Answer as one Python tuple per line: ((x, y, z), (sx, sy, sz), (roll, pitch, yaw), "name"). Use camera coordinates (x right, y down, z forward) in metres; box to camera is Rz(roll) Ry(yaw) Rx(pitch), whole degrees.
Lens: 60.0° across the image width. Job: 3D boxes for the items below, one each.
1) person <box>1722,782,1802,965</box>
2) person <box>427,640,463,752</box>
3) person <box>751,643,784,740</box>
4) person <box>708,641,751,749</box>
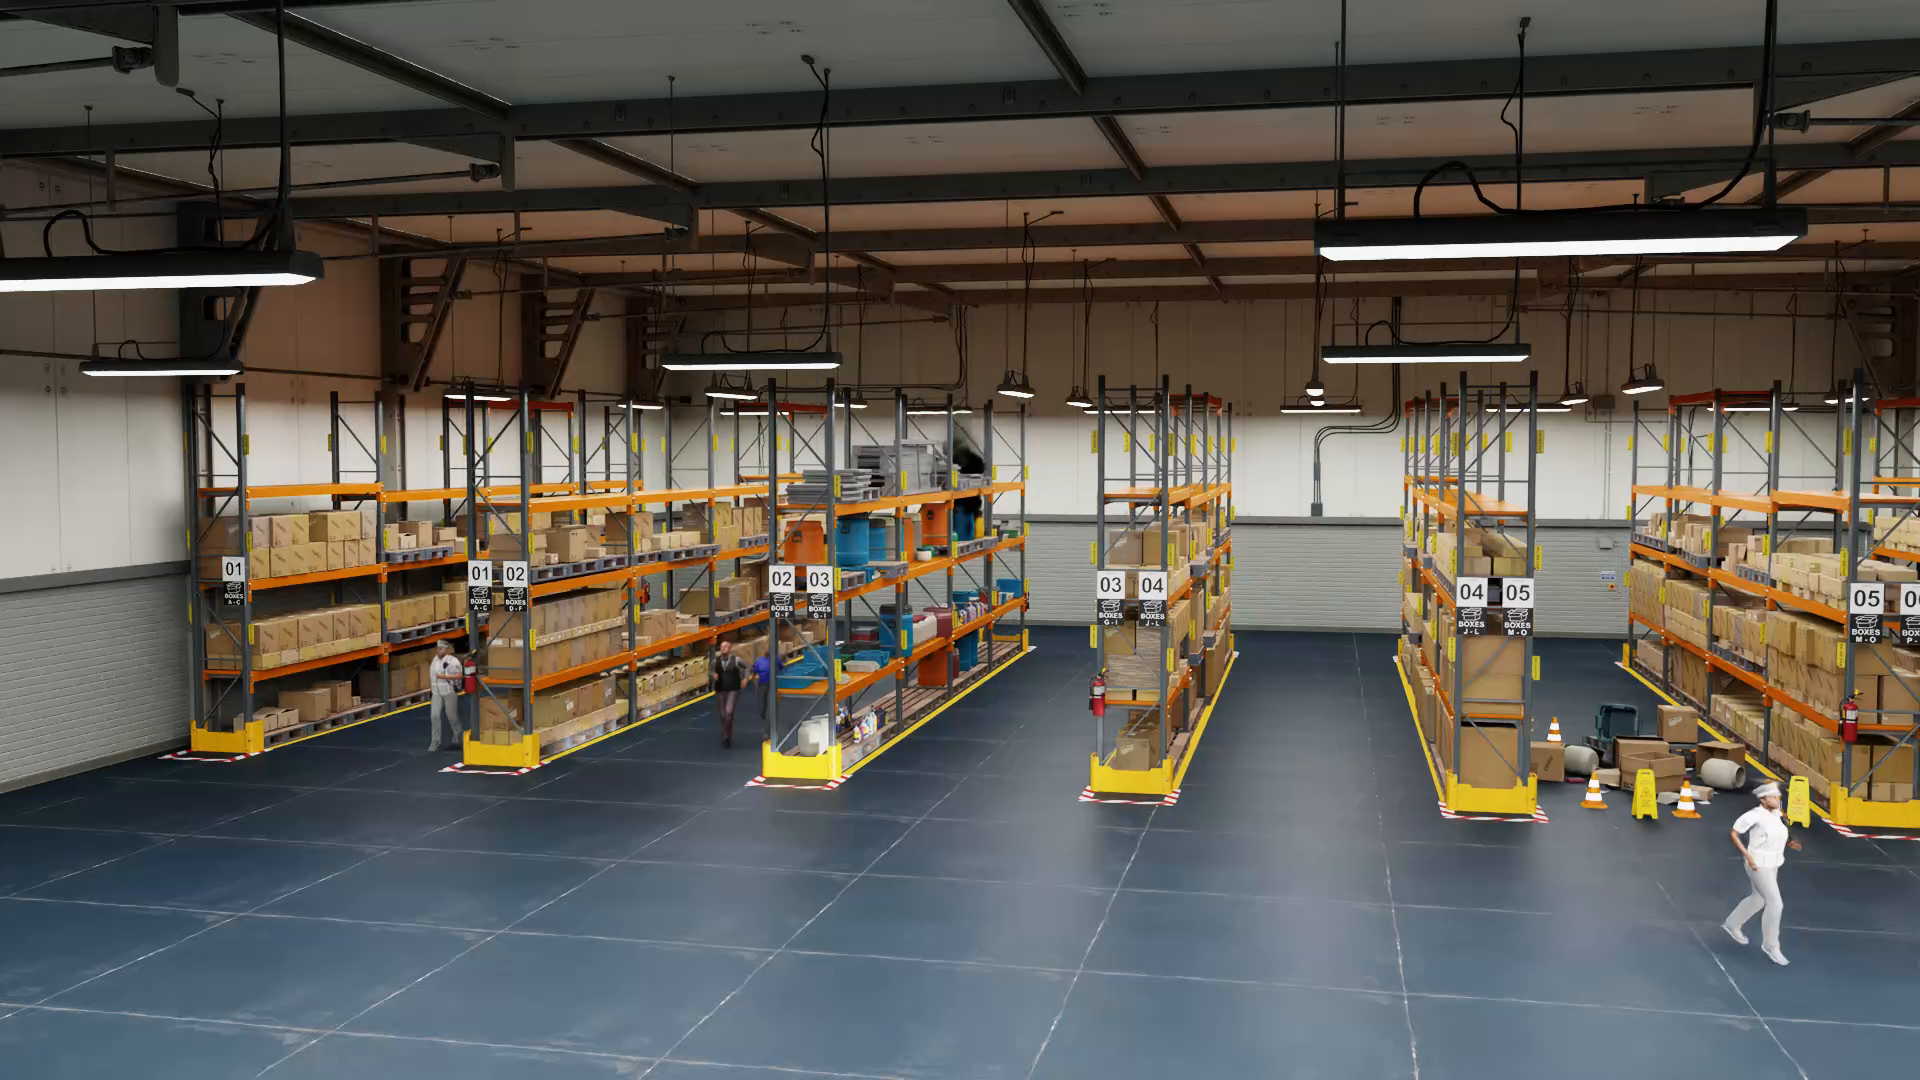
((7.867, 3.220, 16.349), (0.570, 1.752, 0.762), (-2, 4, -34), "person")
((-8.487, 2.547, 27.511), (0.636, 1.831, 0.884), (1, 3, 12), "person")
((-3.276, 2.565, 28.394), (0.593, 1.618, 0.727), (0, 3, 2), "person")
((-3.886, 2.575, 27.777), (0.661, 1.753, 0.821), (1, 3, 10), "person")
